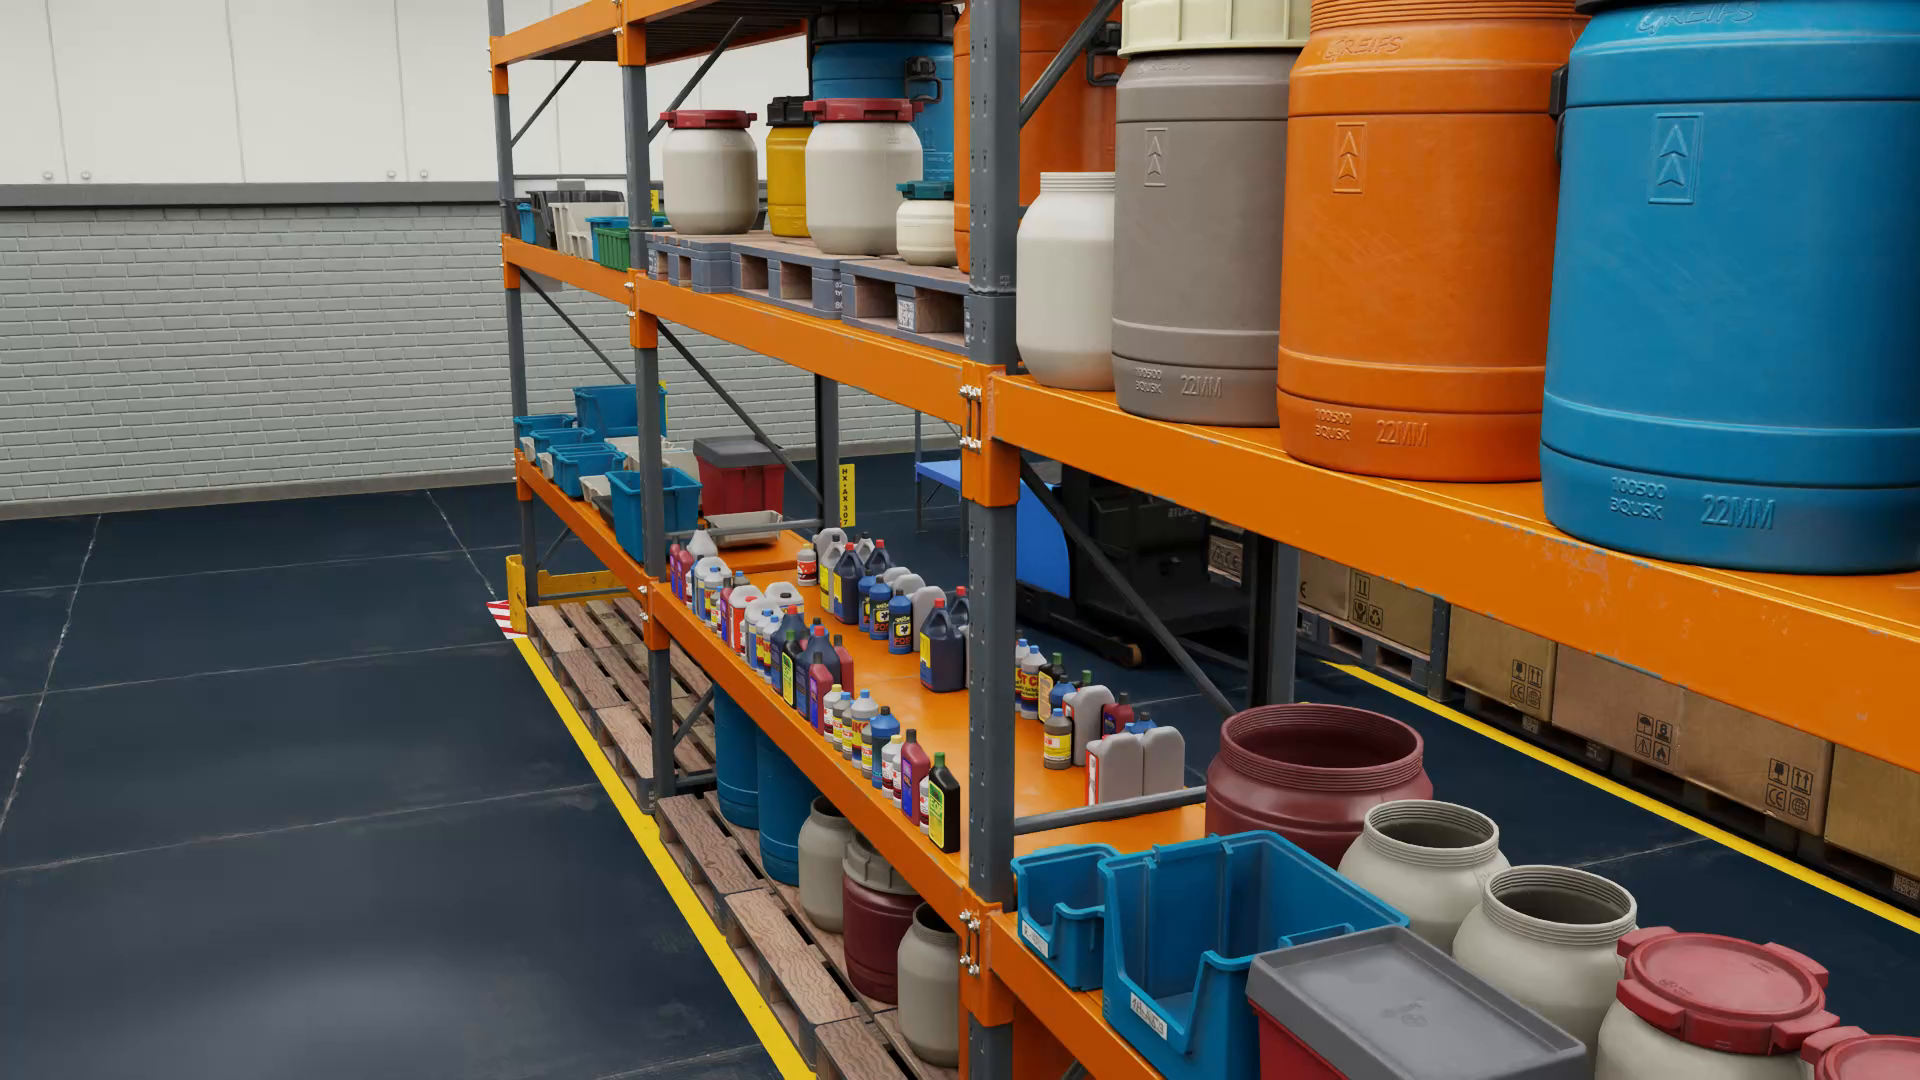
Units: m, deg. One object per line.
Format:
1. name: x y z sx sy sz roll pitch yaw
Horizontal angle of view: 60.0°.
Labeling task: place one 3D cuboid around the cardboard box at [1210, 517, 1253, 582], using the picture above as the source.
1. cardboard box: 2.534 -0.174 12.752 0.875 0.875 0.875 -6 14 -23

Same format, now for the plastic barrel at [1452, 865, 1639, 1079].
1. plastic barrel: 1.282 1.008 3.614 0.421 0.512 0.421 0 13 0

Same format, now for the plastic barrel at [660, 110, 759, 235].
1. plastic barrel: -1.115 -1.645 7.440 0.433 0.535 0.433 0 13 0

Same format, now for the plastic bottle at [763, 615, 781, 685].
1. plastic bottle: -0.736 0.434 6.627 0.097 0.271 0.097 0 13 0

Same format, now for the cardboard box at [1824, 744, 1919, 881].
1. cardboard box: 4.787 1.021 7.587 1.225 0.875 0.875 -6 14 -26

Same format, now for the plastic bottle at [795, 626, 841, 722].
1. plastic bottle: -0.531 0.488 6.217 0.144 0.351 0.185 -6 14 -23

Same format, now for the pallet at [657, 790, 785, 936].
1. pallet: -0.826 1.477 8.018 1.003 0.211 1.213 -6 14 -23

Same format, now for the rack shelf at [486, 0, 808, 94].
1. rack shelf: -1.898 -2.835 9.644 1.077 0.370 4.000 -6 14 -23

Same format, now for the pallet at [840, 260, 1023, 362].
1. pallet: 0.289 -0.754 5.242 1.003 0.211 1.213 -6 14 -23

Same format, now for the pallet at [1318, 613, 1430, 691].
1. pallet: 3.209 0.703 11.365 1.003 0.211 1.213 -6 14 -23

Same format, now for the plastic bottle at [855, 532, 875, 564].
1. plastic bottle: -0.429 0.140 7.721 0.144 0.351 0.185 -6 14 -23

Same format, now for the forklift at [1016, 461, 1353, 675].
1. forklift: 1.431 -0.686 11.334 1.130 2.935 3.031 -8 15 -30

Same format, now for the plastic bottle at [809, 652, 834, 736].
1. plastic bottle: -0.505 0.558 6.066 0.061 0.283 0.133 -6 14 -23

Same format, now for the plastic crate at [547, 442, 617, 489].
1. plastic crate: -2.374 -0.466 10.467 0.416 0.233 0.300 -6 14 -23

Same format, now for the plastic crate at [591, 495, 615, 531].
1. plastic crate: -1.791 -0.146 9.327 0.437 0.125 0.590 -6 14 -23

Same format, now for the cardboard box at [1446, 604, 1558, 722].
1. cardboard box: 3.716 0.469 9.970 1.225 0.875 0.875 -6 14 -23

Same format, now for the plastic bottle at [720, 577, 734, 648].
1. plastic bottle: -0.985 0.310 7.135 0.061 0.283 0.133 -6 14 -23

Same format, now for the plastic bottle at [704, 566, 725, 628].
1. plastic bottle: -1.092 0.251 7.420 0.097 0.271 0.097 0 13 0

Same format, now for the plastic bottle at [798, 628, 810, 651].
1. plastic bottle: -0.577 0.487 6.374 0.061 0.283 0.133 -6 14 -23

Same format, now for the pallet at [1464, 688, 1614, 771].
1. pallet: 3.820 1.020 9.997 1.003 0.211 1.213 -6 14 -23

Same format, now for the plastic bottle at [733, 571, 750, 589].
1. plastic bottle: -1.007 0.243 7.608 0.097 0.201 0.097 0 13 0

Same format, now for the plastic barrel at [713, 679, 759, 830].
1. plastic barrel: -0.894 0.887 8.106 0.600 0.901 0.708 -6 14 -23

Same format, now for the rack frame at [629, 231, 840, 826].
1. rack frame: -1.097 -0.044 8.409 1.000 3.000 0.127 -6 14 -23

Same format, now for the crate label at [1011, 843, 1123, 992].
1. crate label: 0.331 0.985 4.335 0.303 0.233 0.416 -6 14 -23

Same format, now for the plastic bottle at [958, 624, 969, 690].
1. plastic bottle: 0.073 0.437 6.602 0.152 0.276 0.135 -6 14 -23

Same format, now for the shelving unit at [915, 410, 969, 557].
1. shelving unit: 0.034 -0.713 14.625 0.538 1.500 1.048 -6 14 -23

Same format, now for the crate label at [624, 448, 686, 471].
1. crate label: -1.970 -0.503 10.842 0.396 0.136 0.243 -6 14 -23

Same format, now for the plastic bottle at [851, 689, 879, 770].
1. plastic bottle: -0.325 0.646 5.711 0.097 0.271 0.097 0 13 0

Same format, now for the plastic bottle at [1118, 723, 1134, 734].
1. plastic bottle: 0.568 0.714 5.574 0.097 0.201 0.097 0 13 0

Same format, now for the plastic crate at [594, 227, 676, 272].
1. plastic crate: -1.543 -1.463 8.355 0.450 0.188 0.662 -6 14 -23

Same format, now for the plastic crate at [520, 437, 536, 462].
1. plastic crate: -2.849 -0.617 11.335 0.250 0.136 0.298 -6 14 -23

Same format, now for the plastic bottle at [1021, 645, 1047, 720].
1. plastic bottle: 0.276 0.529 6.217 0.097 0.271 0.097 0 13 0

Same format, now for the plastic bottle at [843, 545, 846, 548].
1. plastic bottle: -0.571 0.126 8.113 0.097 0.201 0.097 0 13 0

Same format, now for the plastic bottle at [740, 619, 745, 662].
1. plastic bottle: -0.868 0.400 6.928 0.097 0.201 0.097 0 13 0

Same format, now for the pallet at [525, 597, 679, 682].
1. pallet: -2.404 0.662 11.542 1.003 0.211 1.213 -6 14 -23

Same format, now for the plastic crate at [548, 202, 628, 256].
1. plastic crate: -2.094 -1.789 9.556 0.437 0.282 0.530 -6 14 -23

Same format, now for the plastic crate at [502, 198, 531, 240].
1. plastic crate: -2.800 -2.164 11.203 0.497 0.269 0.590 -6 14 -23

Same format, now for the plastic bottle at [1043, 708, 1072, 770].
1. plastic bottle: 0.336 0.680 5.721 0.097 0.201 0.097 0 13 0

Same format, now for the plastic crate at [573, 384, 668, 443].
1. plastic crate: -2.394 -0.865 11.743 0.616 0.435 0.499 -6 14 -23

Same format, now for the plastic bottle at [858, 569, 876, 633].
1. plastic bottle: -0.401 0.265 7.356 0.097 0.271 0.097 0 13 0

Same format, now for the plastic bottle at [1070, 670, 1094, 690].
1. plastic bottle: 0.431 0.593 5.914 0.061 0.283 0.133 -6 14 -23

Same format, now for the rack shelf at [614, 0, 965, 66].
1. rack shelf: -0.295 -2.008 6.073 1.077 0.370 4.000 -6 14 -23

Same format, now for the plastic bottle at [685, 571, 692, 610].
1. plastic bottle: -1.224 0.217 7.722 0.097 0.201 0.097 0 13 0

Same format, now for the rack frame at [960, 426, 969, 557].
1. rack frame: 0.238 -0.608 14.171 0.500 1.500 0.032 -6 14 -23

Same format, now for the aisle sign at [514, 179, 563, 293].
1. aisle sign: -3.000 -2.125 11.635 0.394 0.787 0.004 -6 14 -23

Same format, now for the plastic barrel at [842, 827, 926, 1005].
1. plastic barrel: -0.158 1.420 6.501 0.600 0.588 0.708 -6 14 -23

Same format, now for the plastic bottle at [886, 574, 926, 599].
1. plastic bottle: -0.240 0.276 7.301 0.152 0.276 0.135 -6 14 -23

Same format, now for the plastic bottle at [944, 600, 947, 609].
1. plastic bottle: -0.078 0.381 6.858 0.097 0.271 0.097 0 13 0

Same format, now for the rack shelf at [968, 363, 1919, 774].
1. rack shelf: 1.307 0.084 2.796 1.077 0.370 4.000 -6 14 -23

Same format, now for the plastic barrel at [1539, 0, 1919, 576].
1. plastic barrel: 1.181 -0.453 2.410 0.600 0.901 0.708 -6 14 -23

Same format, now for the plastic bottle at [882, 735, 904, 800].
1. plastic bottle: -0.208 0.741 5.458 0.097 0.201 0.097 0 13 0

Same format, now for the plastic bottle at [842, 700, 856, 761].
1. plastic bottle: -0.364 0.660 5.806 0.097 0.201 0.097 0 13 0

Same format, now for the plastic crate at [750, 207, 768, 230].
1. plastic crate: -1.343 -1.723 9.301 0.497 0.269 0.590 -6 14 -23

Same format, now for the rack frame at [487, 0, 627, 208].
1. rack frame: -2.699 -3.793 11.303 1.000 3.000 0.127 -6 14 -23

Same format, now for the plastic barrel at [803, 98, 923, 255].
1. plastic barrel: -0.343 -1.303 5.961 0.433 0.535 0.433 0 13 0

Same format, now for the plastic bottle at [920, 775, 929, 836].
1. plastic bottle: -0.077 0.808 5.165 0.097 0.201 0.097 0 13 0

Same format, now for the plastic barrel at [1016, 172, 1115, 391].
1. plastic barrel: 0.349 -0.642 4.090 0.421 0.512 0.421 0 13 0

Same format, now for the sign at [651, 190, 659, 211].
1. sign: -2.201 -2.334 11.882 0.100 0.325 0.005 -6 14 -23
